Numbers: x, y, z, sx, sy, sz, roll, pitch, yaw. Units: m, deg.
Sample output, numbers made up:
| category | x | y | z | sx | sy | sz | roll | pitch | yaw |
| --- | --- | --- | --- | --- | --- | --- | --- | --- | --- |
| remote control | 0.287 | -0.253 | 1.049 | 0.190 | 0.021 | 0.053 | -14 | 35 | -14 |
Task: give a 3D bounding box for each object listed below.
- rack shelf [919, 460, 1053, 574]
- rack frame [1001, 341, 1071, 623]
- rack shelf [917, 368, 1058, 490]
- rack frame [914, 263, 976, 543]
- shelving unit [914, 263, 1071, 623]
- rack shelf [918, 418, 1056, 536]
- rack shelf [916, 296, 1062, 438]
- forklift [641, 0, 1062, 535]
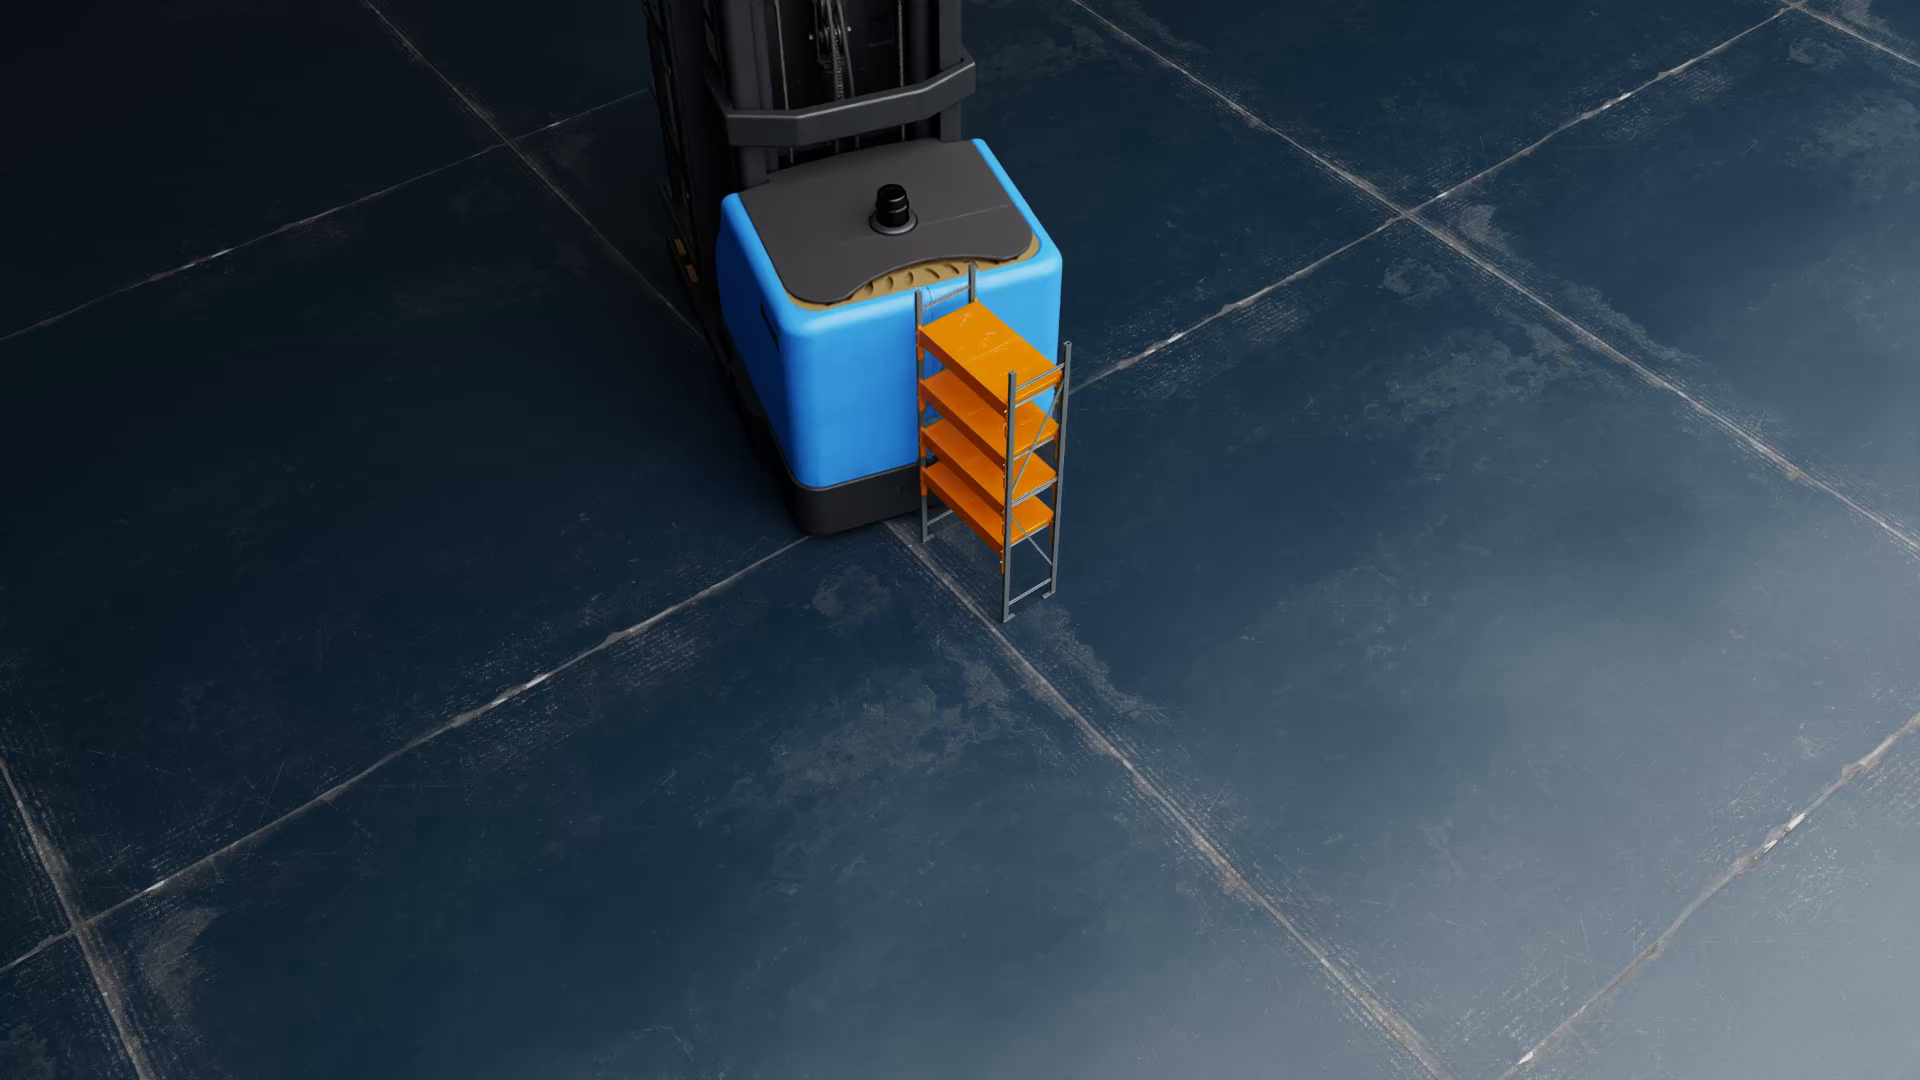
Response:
| category | x | y | z | sx | sy | sz | roll | pitch | yaw |
| --- | --- | --- | --- | --- | --- | --- | --- | --- | --- |
| rack shelf | 0.100 | -0.127 | 5.914 | 0.258 | 0.148 | 0.480 | -29 | 54 | -24 |
| rack frame | 0.248 | -0.162 | 5.587 | 0.240 | 1.200 | 0.015 | -29 | 54 | -24 |
| rack shelf | 0.100 | -0.410 | 5.601 | 0.258 | 0.148 | 0.480 | -29 | 54 | -24 |
| rack frame | -0.048 | -0.449 | 5.847 | 0.240 | 1.200 | 0.015 | -29 | 54 | -24 |
| shelving unit | 0.100 | -0.305 | 5.717 | 0.258 | 1.200 | 0.503 | -29 | 54 | -24 |
| rack shelf | 0.100 | -0.260 | 5.767 | 0.258 | 0.148 | 0.480 | -29 | 54 | -24 |
| rack shelf | 0.100 | -0.569 | 5.426 | 0.258 | 0.148 | 0.480 | -29 | 54 | -24 |
| forklift | -0.636 | -2.117 | 6.191 | 1.130 | 2.935 | 3.031 | -16 | 50 | -14 |
